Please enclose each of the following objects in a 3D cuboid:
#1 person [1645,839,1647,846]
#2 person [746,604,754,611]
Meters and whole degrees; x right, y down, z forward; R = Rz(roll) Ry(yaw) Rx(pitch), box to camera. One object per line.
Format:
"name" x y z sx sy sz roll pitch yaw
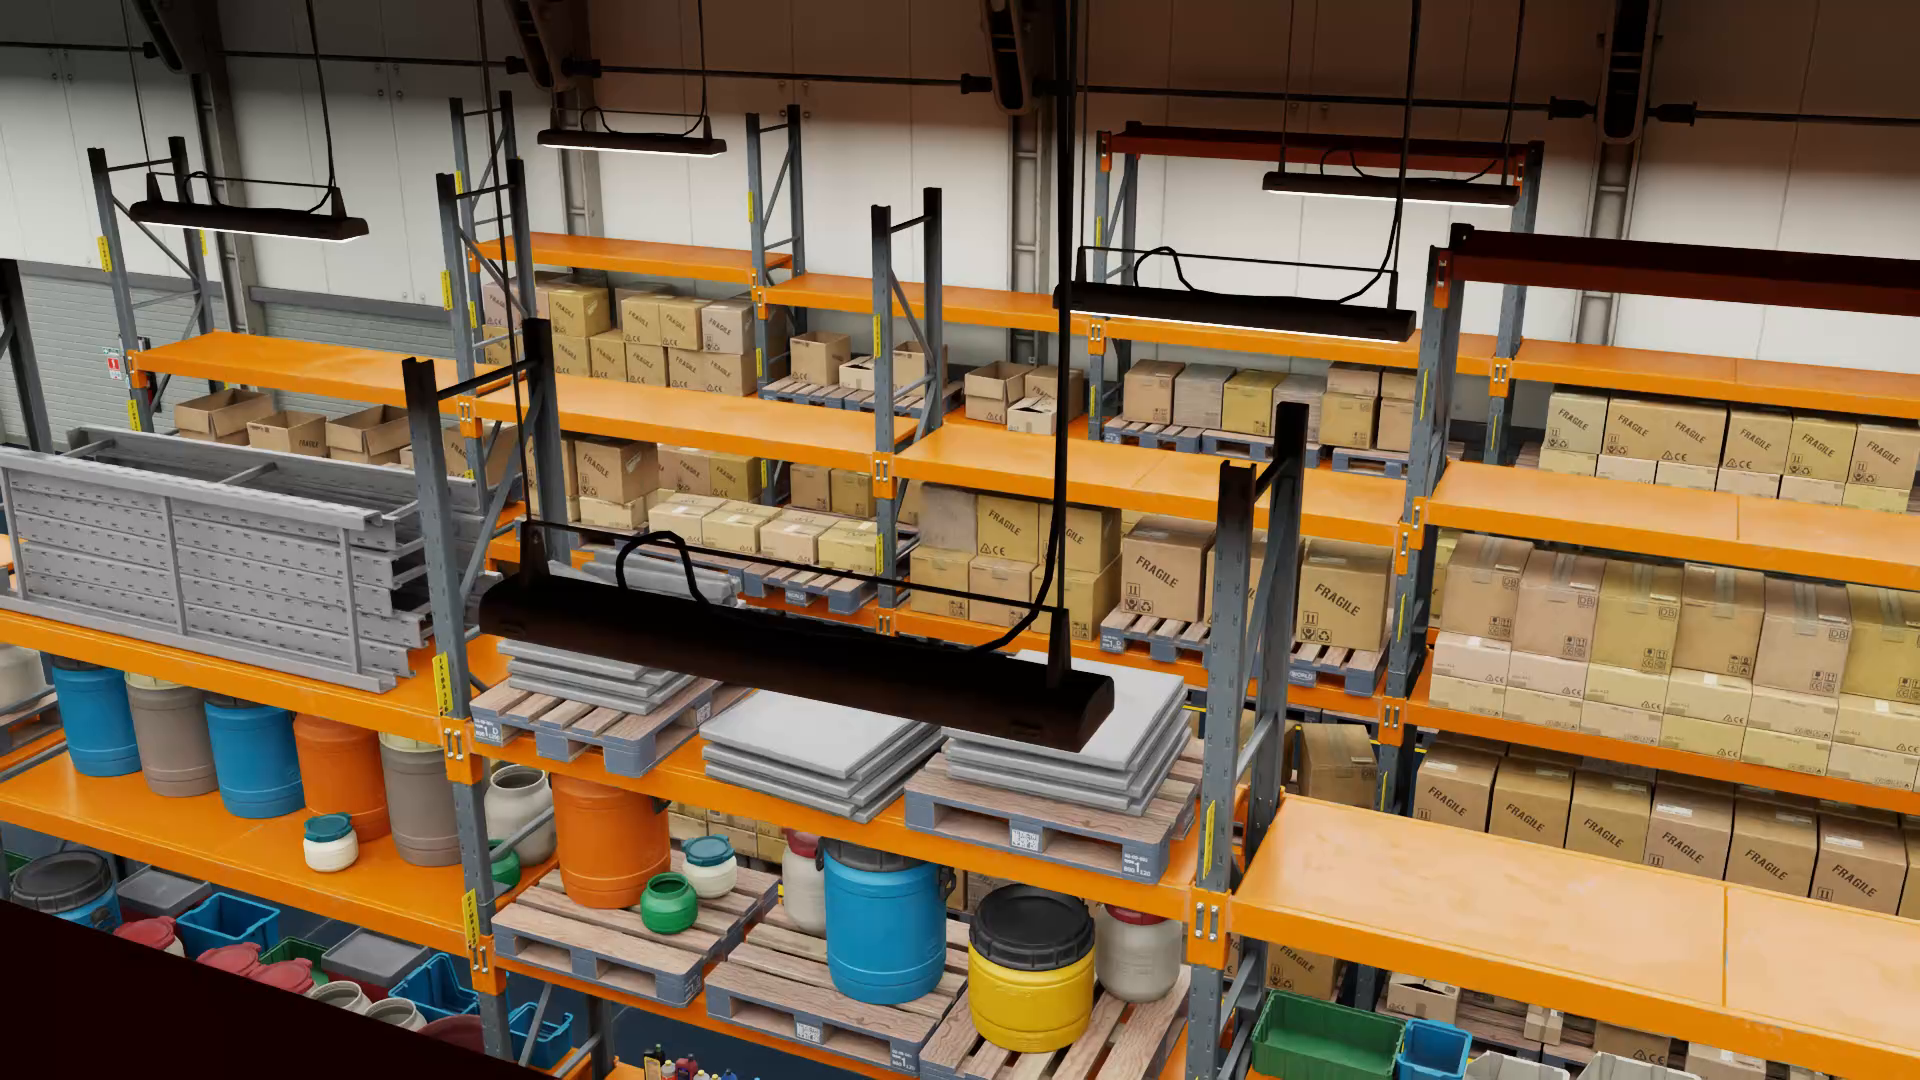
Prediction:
"person" 5.424 2.439 13.691 1.129 1.698 0.664 10 23 25
"person" -2.191 1.367 16.758 0.743 1.673 0.562 2 21 6
